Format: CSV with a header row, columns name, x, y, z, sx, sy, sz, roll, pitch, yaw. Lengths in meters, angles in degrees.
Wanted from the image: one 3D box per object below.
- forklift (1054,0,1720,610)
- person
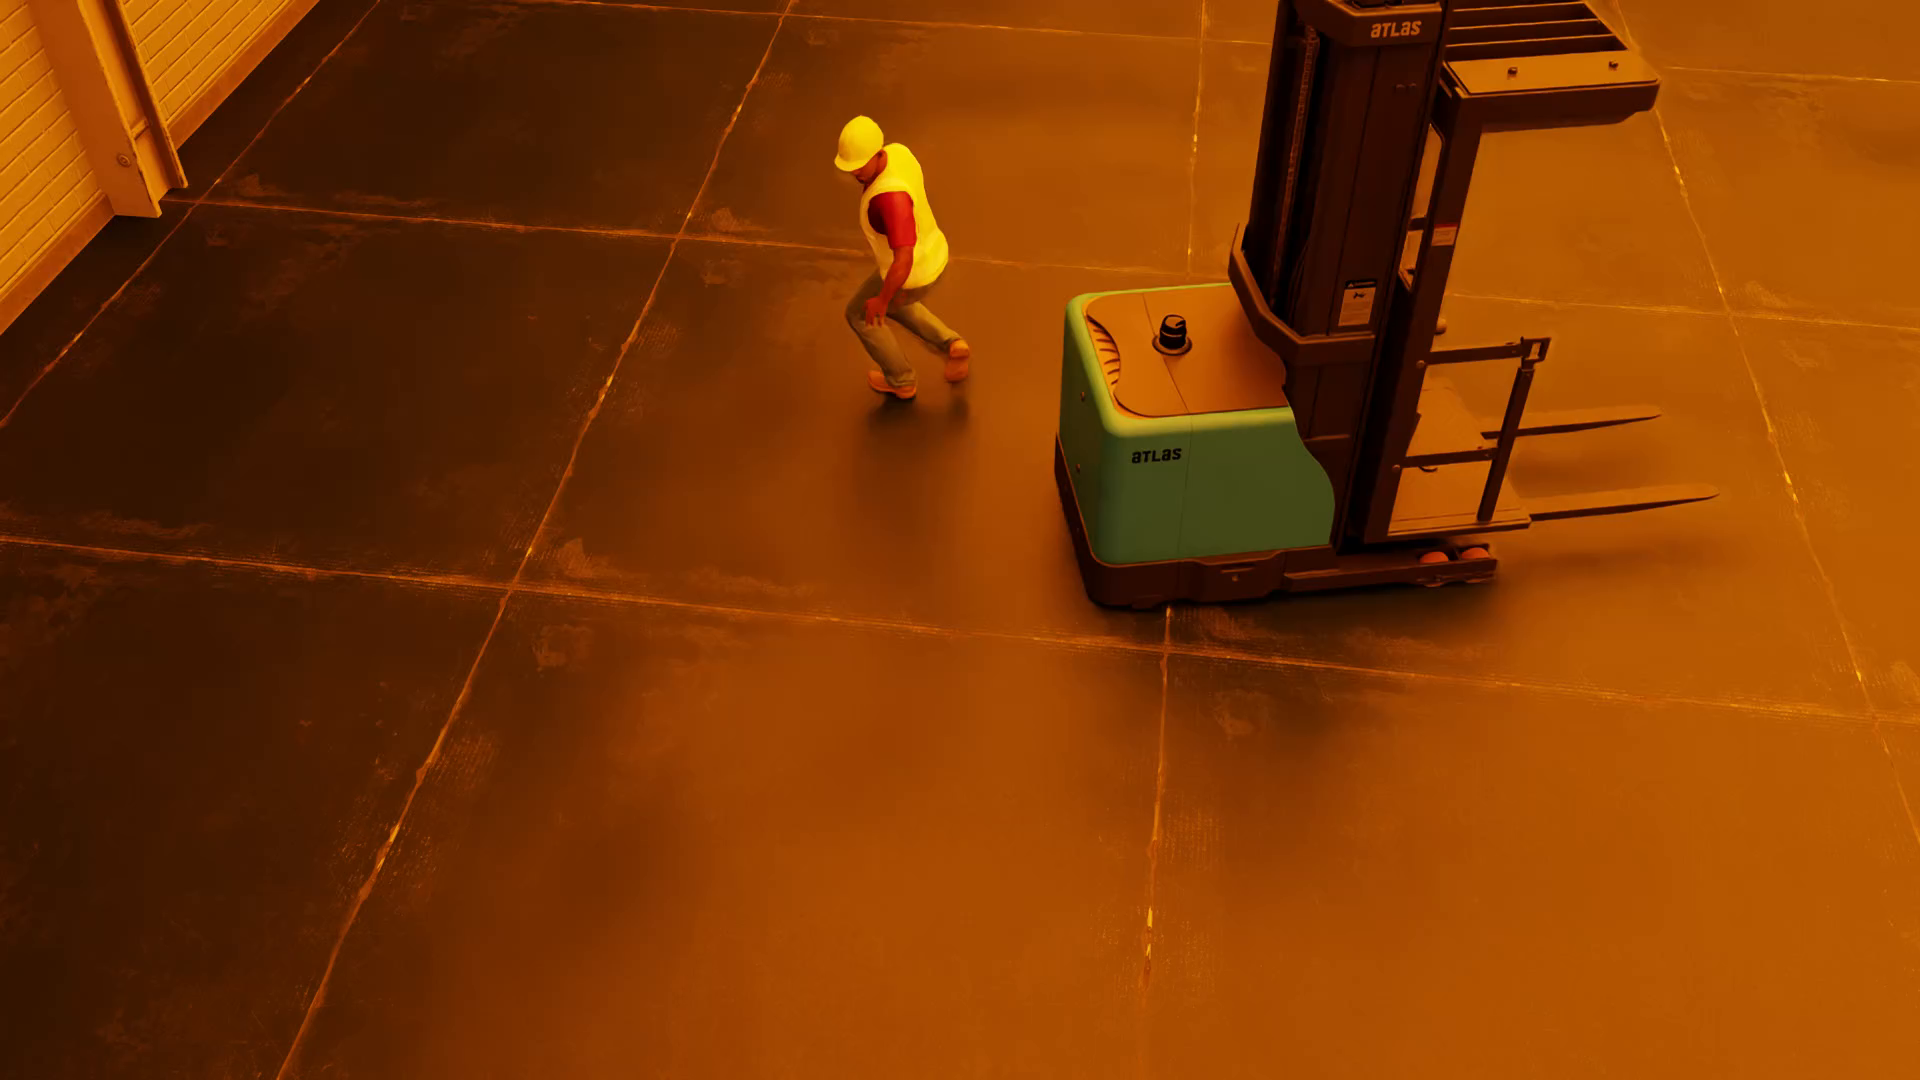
name,x,y,z,sx,sy,sz,roll,pitch,yaw
forklift,2.021,-1.215,7.047,3.031,2.935,1.130,-5,43,-6
person,-0.266,-1.405,8.288,0.644,1.555,0.872,12,44,13
